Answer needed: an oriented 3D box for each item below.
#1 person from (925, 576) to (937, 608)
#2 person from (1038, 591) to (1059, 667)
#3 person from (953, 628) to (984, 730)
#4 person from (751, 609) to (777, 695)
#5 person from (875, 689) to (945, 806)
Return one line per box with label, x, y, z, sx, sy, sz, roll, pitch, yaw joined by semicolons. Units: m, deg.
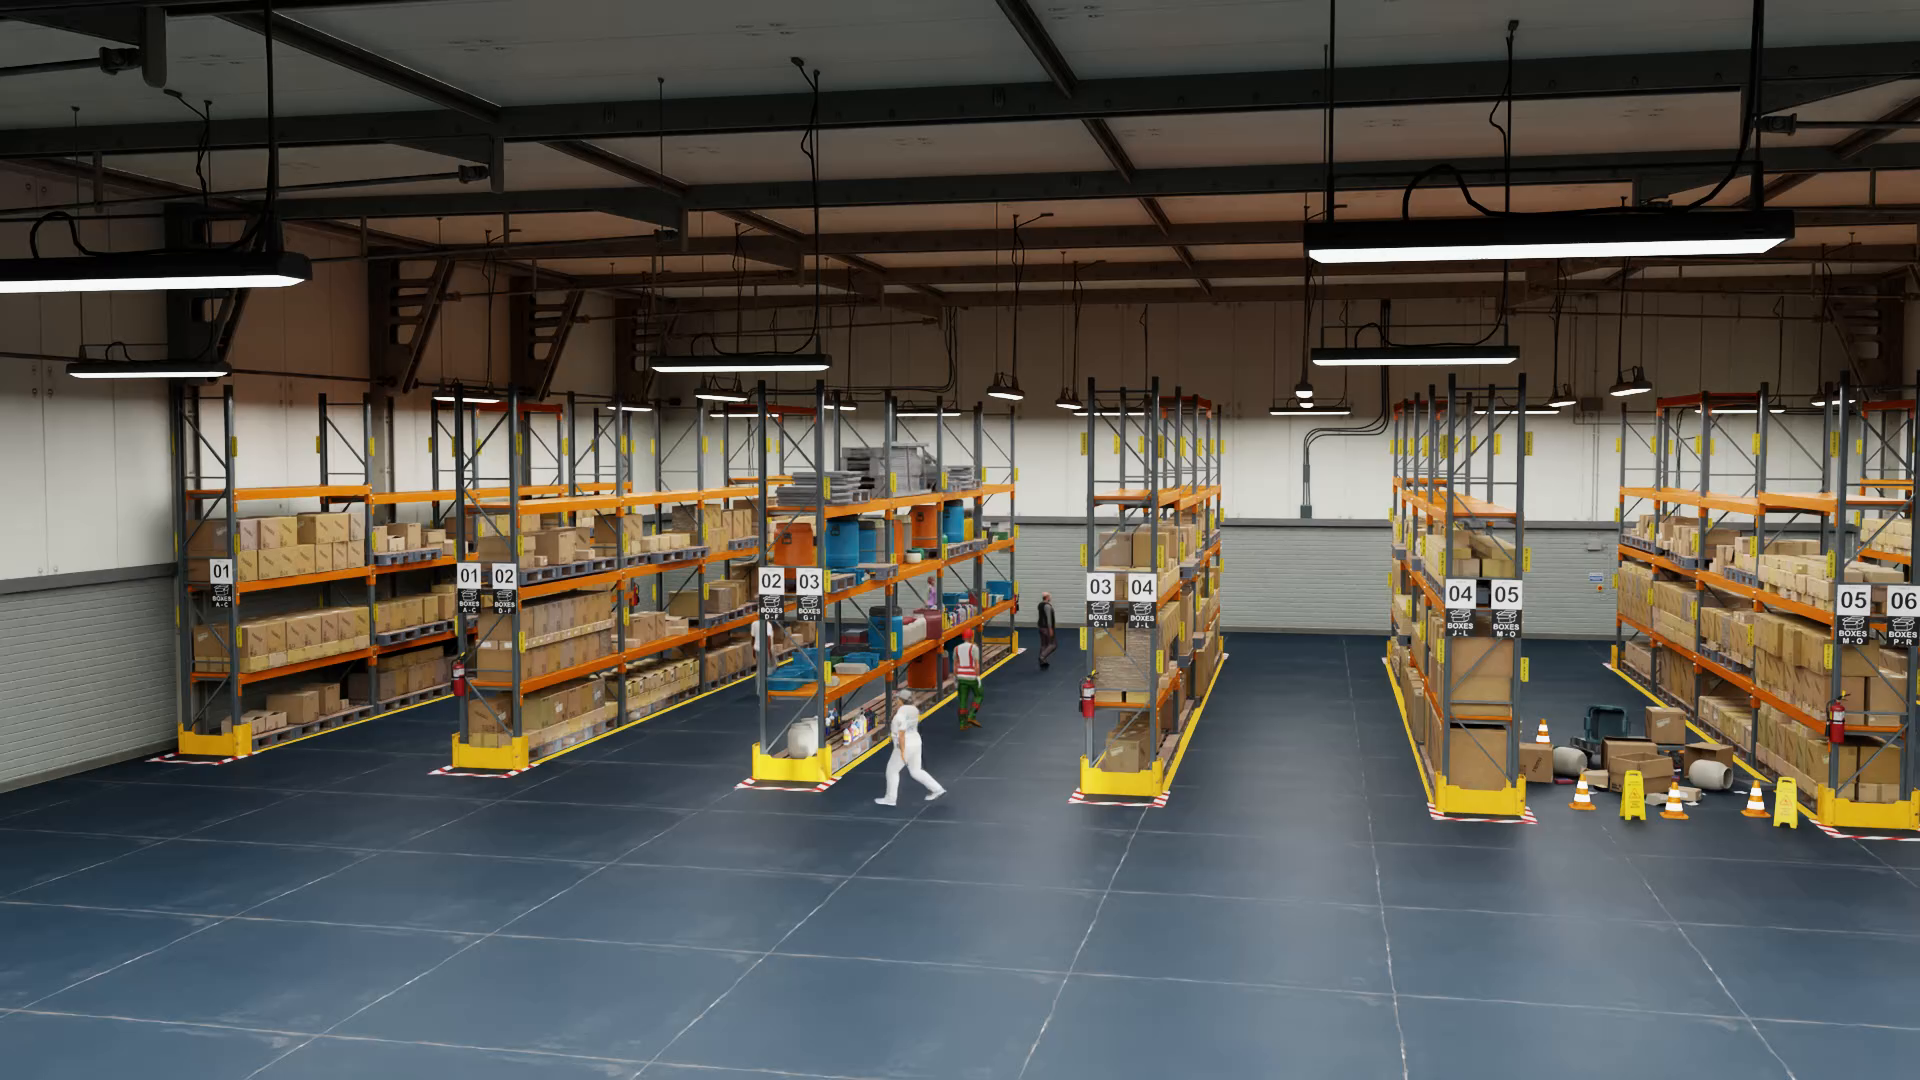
person;-0.754;1.762;43.691;0.446;1.624;0.435;1;3;11
person;1.940;2.024;37.675;0.476;1.718;0.553;-1;3;-21
person;0.139;2.450;29.430;0.584;1.772;0.496;2;4;27
person;-3.996;2.230;33.650;0.593;1.754;0.474;2;4;29
person;-0.712;2.885;23.126;0.954;1.620;0.478;1;3;16
